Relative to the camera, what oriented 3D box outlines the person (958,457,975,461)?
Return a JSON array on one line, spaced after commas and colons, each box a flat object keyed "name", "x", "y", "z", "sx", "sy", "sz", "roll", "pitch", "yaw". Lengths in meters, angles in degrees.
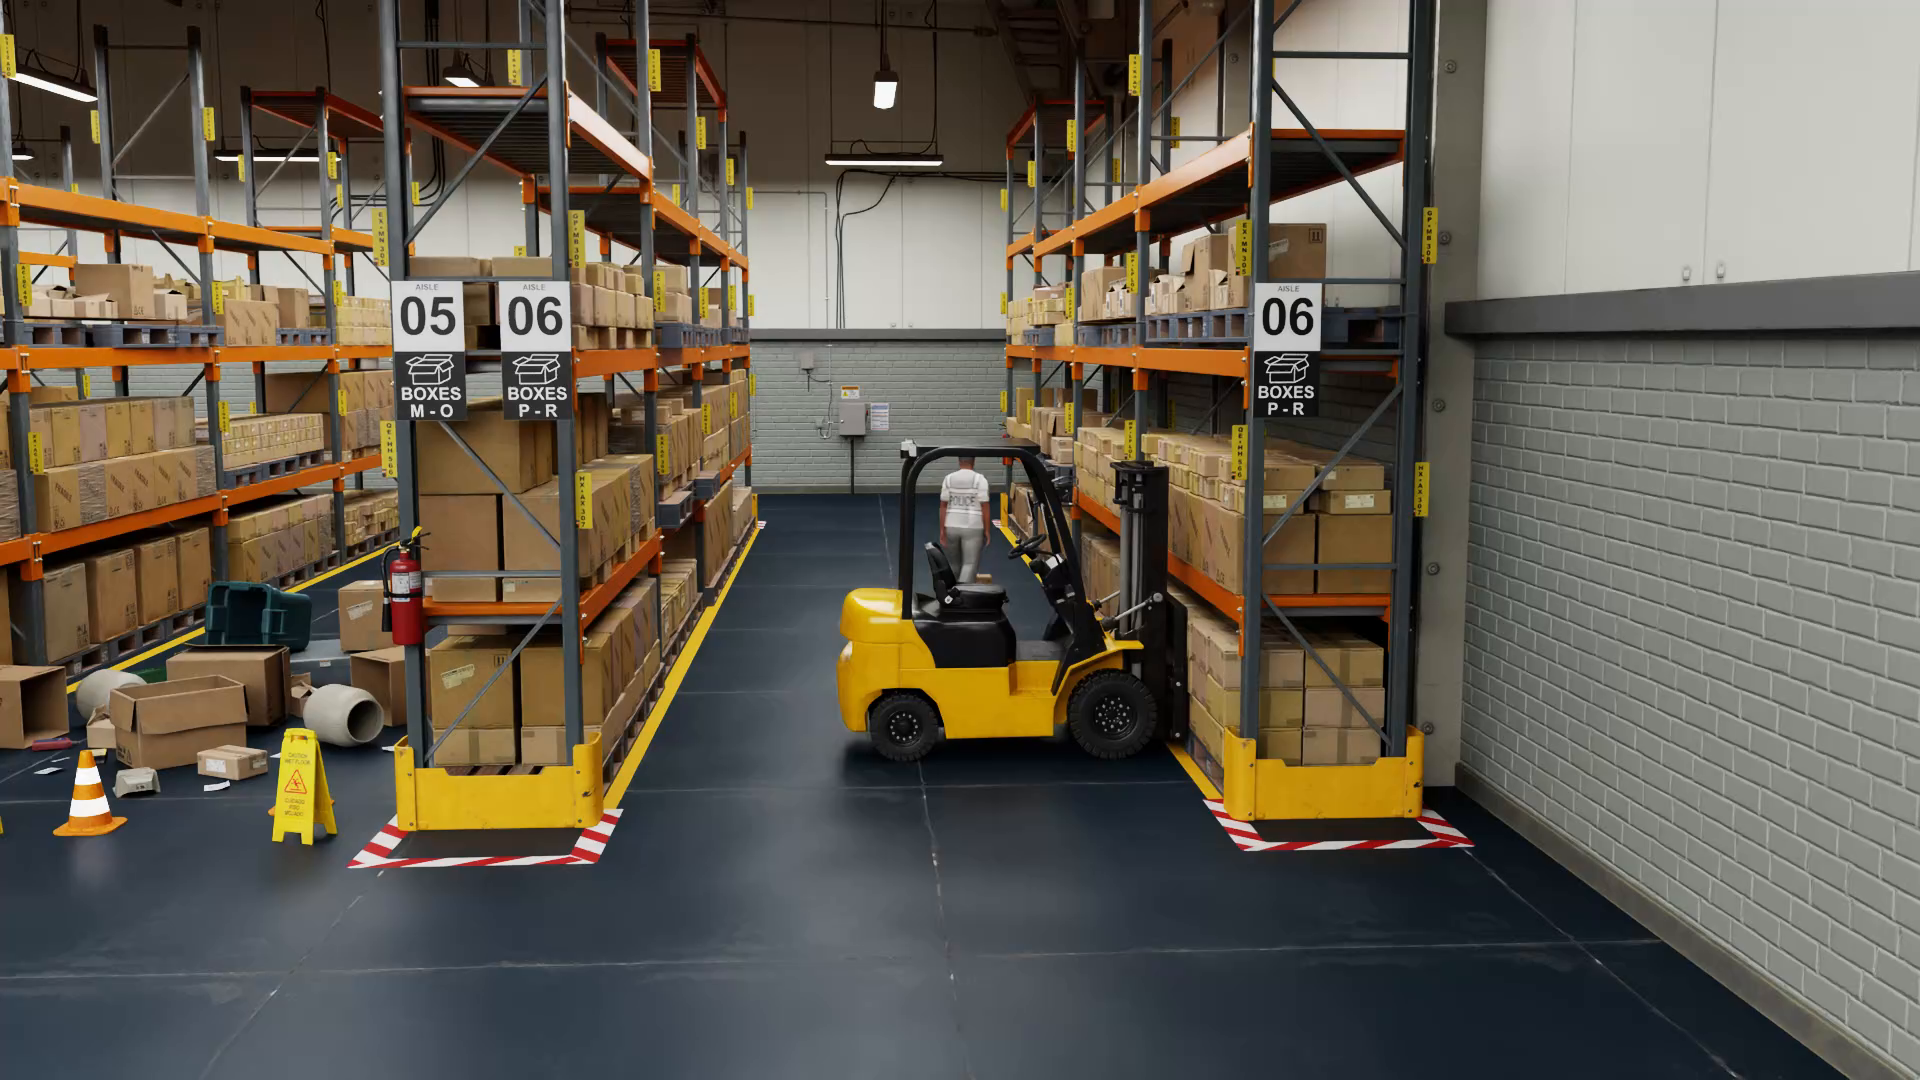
[{"name": "person", "x": 0.047, "y": -0.131, "z": 17.694, "sx": 0.658, "sy": 1.723, "sz": 0.892, "roll": 3, "pitch": 7, "yaw": 24}]
